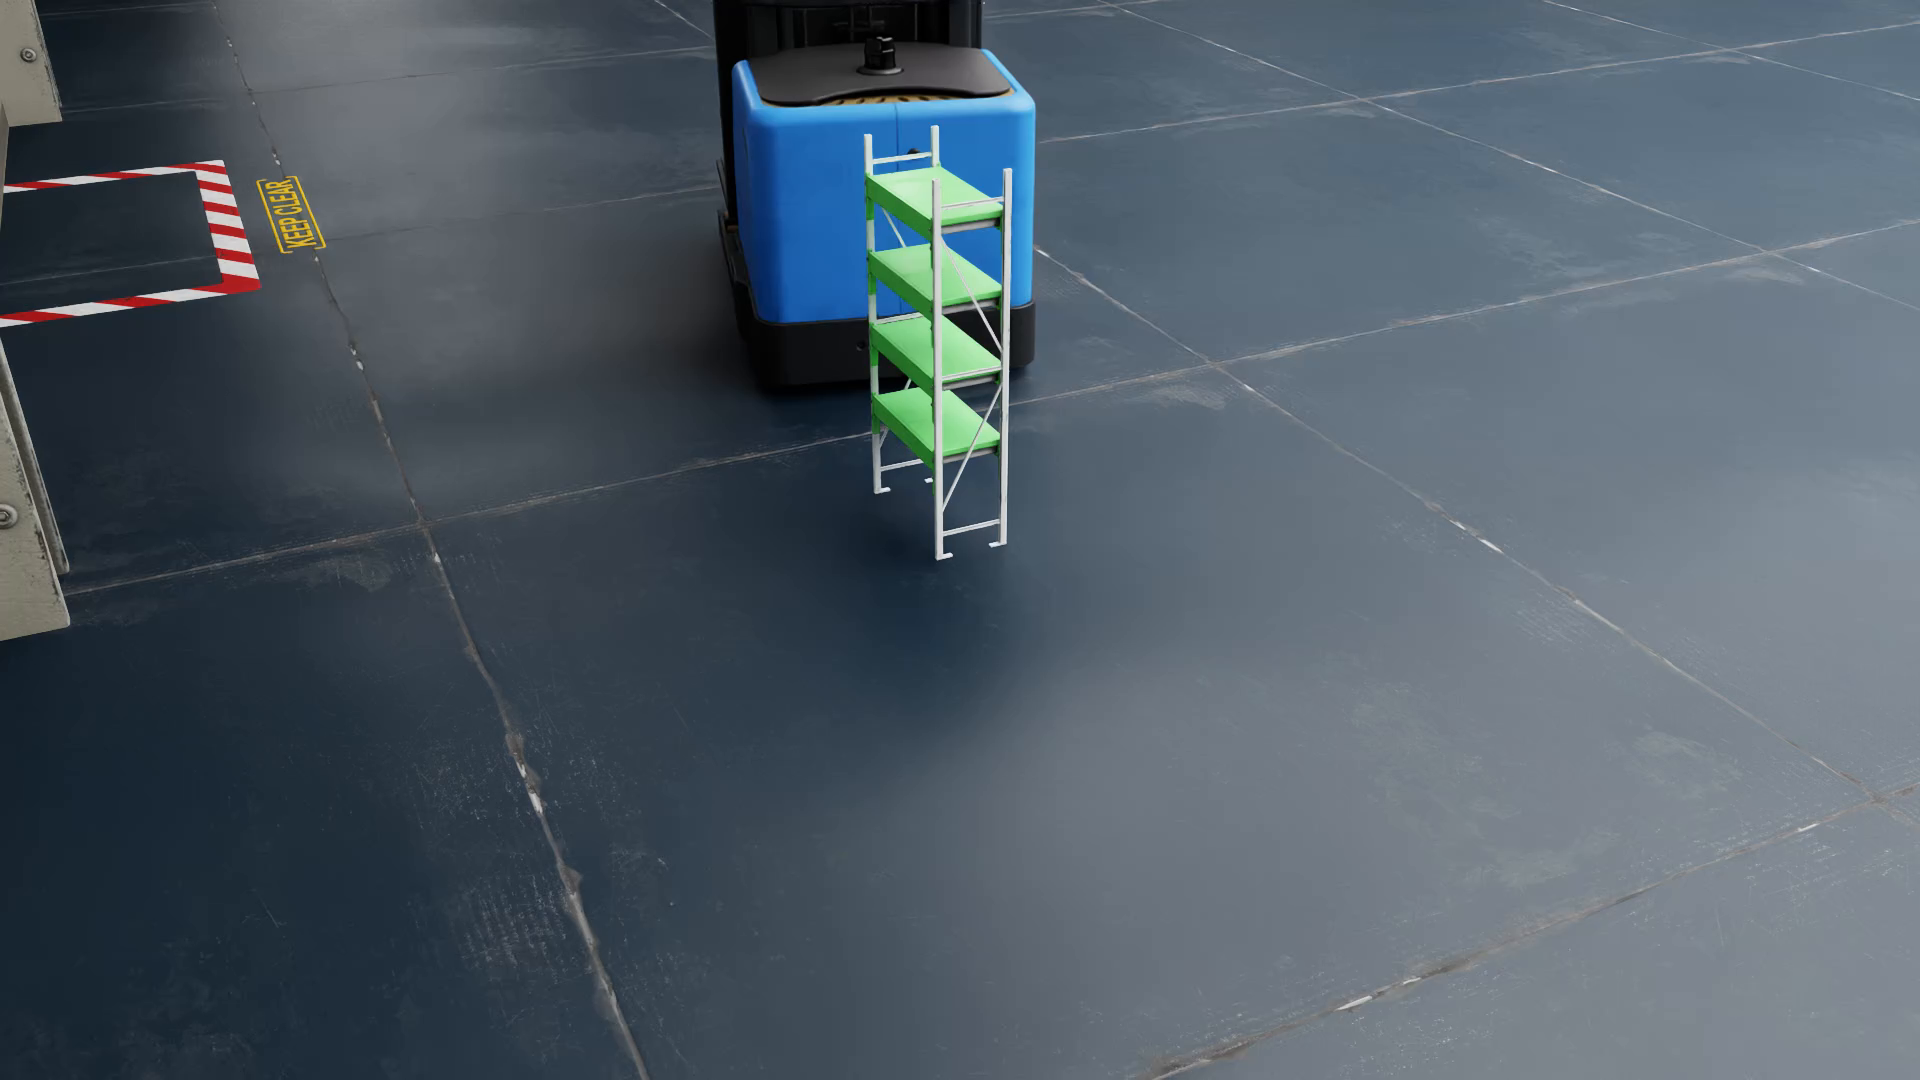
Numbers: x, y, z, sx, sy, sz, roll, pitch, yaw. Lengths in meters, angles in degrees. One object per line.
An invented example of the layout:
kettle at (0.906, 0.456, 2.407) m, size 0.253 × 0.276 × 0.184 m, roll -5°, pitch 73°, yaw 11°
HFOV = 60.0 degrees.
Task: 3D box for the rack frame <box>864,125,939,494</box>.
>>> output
rack frame at (-0.176, -0.704, 5.279) m, size 0.240 × 1.200 × 0.015 m, roll -13°, pitch 32°, yaw -22°

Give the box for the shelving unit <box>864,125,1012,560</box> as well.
shelving unit at (-0.071, -0.596, 5.087) m, size 0.258 × 1.200 × 0.503 m, roll -13°, pitch 32°, yaw -22°

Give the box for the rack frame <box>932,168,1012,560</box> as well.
rack frame at (0.034, -0.489, 4.895) m, size 0.240 × 1.200 × 0.015 m, roll -13°, pitch 32°, yaw -22°

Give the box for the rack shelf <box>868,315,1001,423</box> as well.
rack shelf at (-0.071, -0.541, 5.118) m, size 0.258 × 0.148 × 0.480 m, roll -13°, pitch 32°, yaw -22°

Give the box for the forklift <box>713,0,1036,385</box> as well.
forklift at (-0.500, -2.550, 6.801) m, size 1.130 × 2.935 × 3.031 m, roll -5°, pitch 30°, yaw -9°

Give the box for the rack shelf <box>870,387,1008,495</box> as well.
rack shelf at (-0.071, -0.331, 5.236) m, size 0.258 × 0.148 × 0.480 m, roll -13°, pitch 32°, yaw -22°

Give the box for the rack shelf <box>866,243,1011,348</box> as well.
rack shelf at (-0.071, -0.750, 5.001) m, size 0.258 × 0.148 × 0.480 m, roll -13°, pitch 32°, yaw -22°

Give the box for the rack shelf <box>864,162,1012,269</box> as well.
rack shelf at (-0.071, -0.959, 4.883) m, size 0.258 × 0.148 × 0.480 m, roll -13°, pitch 32°, yaw -22°
